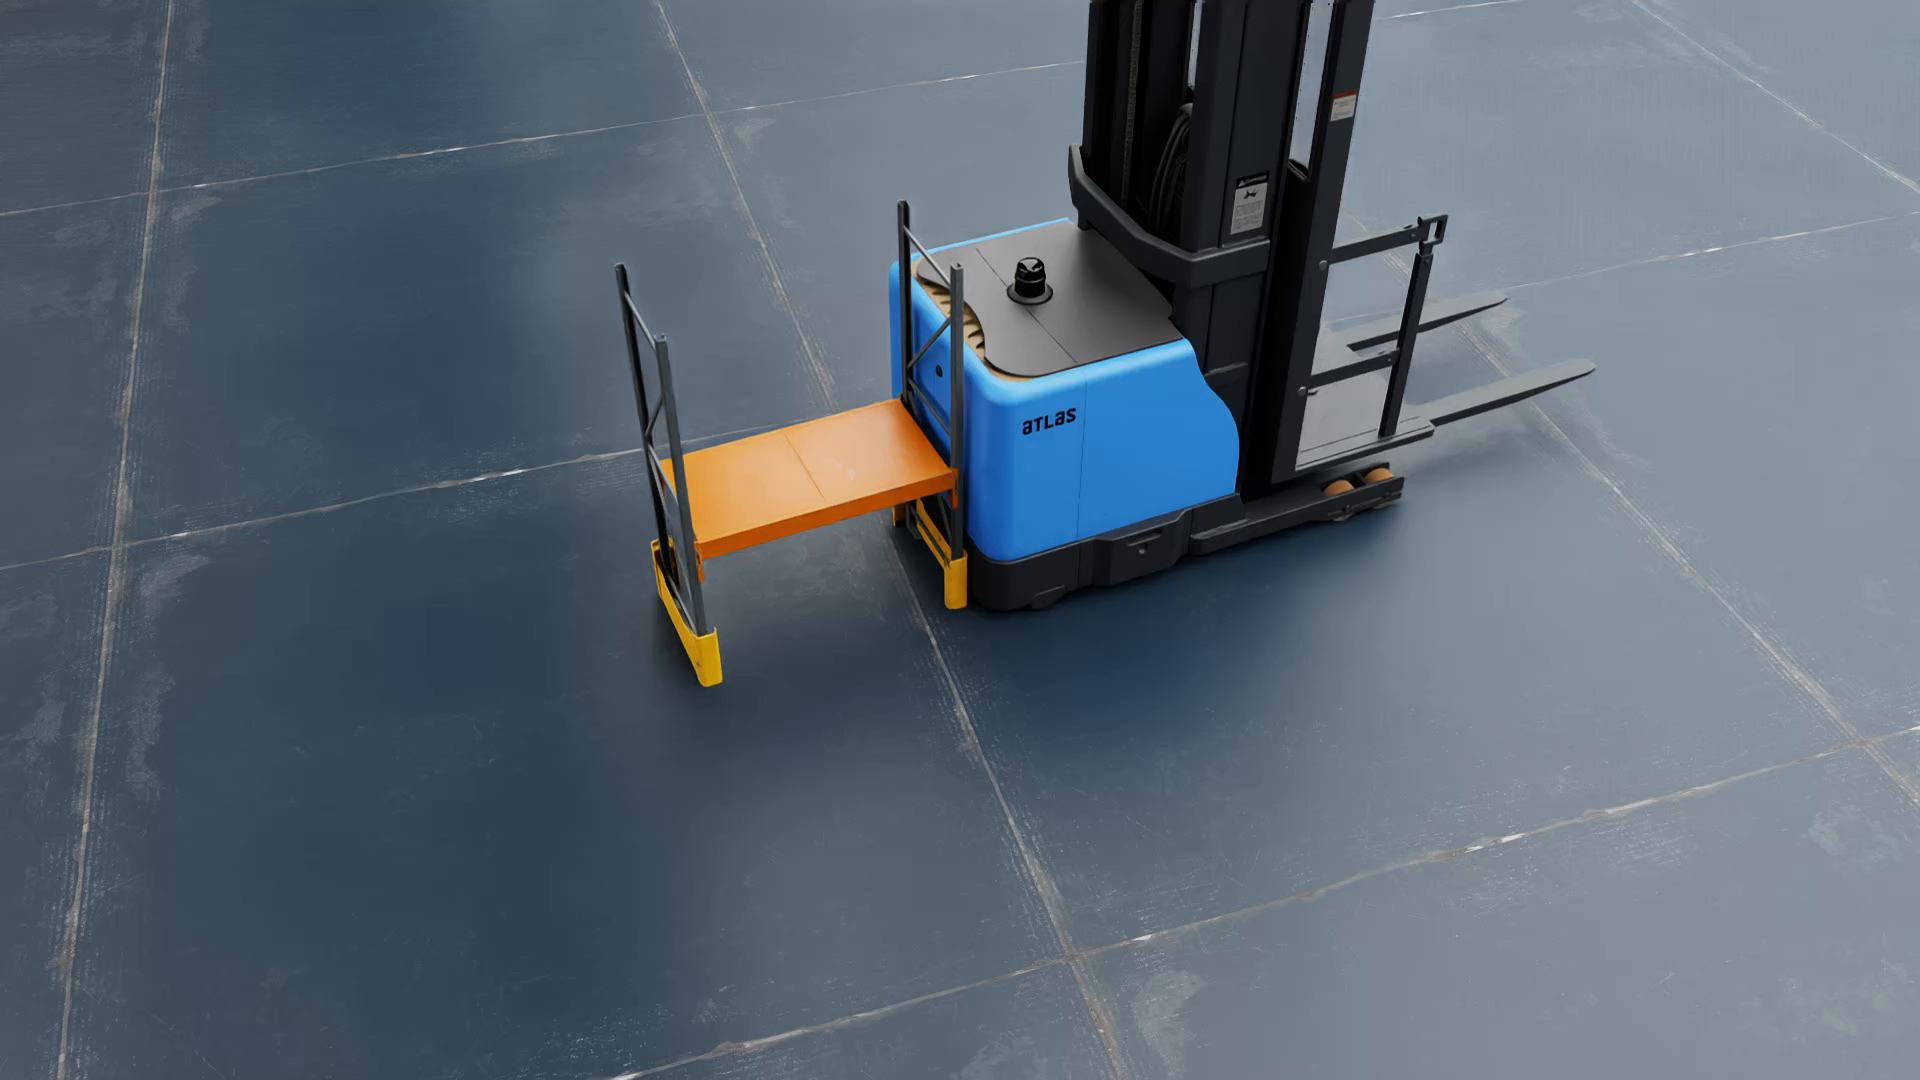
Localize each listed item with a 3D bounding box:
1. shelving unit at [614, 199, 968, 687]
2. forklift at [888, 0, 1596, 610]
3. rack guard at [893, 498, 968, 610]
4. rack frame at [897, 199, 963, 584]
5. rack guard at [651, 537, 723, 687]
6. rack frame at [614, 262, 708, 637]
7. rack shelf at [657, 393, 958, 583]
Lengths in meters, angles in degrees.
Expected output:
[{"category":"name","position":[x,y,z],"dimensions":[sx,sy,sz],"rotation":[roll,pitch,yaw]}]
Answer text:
[{"category":"shelving unit","position":[-0.576,-0.341,6.000],"dimensions":[1.083,1.500,0.587],"rotation":[-17,44,-18]},{"category":"forklift","position":[1.273,-1.483,6.220],"dimensions":[3.031,2.935,1.130],"rotation":[-17,44,-18]},{"category":"rack guard","position":[-0.123,-0.005,6.566],"dimensions":[0.087,0.250,0.587],"rotation":[-17,44,-18]},{"category":"rack frame","position":[-0.105,-0.481,6.161],"dimensions":[0.032,1.500,0.500],"rotation":[-17,44,-18]},{"category":"rack guard","position":[-1.030,0.265,6.257],"dimensions":[0.087,0.250,0.587],"rotation":[-17,44,-18]},{"category":"rack frame","position":[-1.031,-0.205,5.845],"dimensions":[0.032,1.500,0.500],"rotation":[-17,44,-18]},{"category":"rack shelf","position":[-0.568,-0.208,6.121],"dimensions":[1.000,0.185,0.538],"rotation":[-17,44,-18]}]
